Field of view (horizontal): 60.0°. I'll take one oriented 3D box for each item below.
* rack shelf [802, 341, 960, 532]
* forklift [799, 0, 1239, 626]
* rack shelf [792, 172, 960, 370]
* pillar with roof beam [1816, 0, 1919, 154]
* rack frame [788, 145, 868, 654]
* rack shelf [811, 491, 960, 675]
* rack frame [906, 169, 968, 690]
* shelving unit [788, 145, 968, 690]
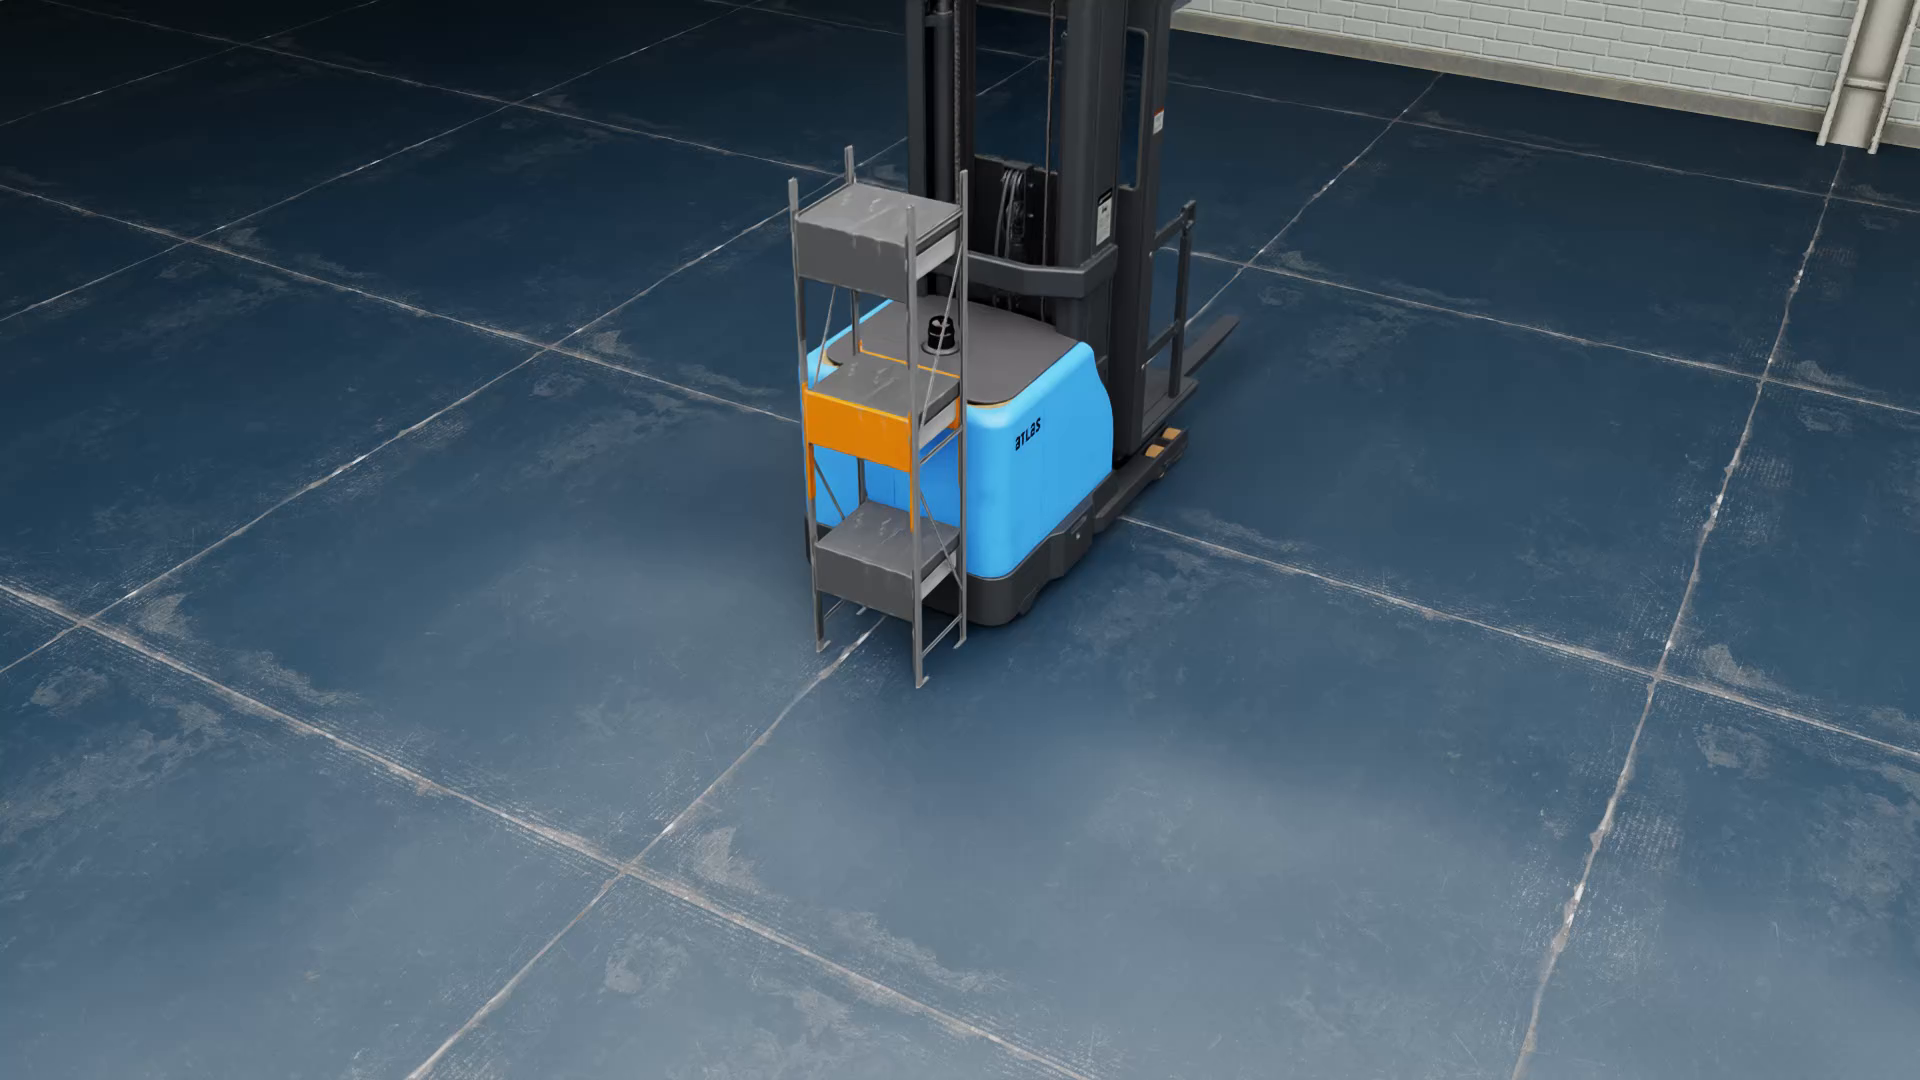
[{"bbox_3d":[-0.289,-0.411,6.497,0.480,0.518,0.431,18,37,24],"label":"rack shelf"},{"bbox_3d":[0.490,-1.642,7.572,1.130,2.935,3.031,18,38,25],"label":"forklift"},{"bbox_3d":[-0.289,-0.993,6.109,0.480,0.518,0.431,18,37,24],"label":"rack shelf"},{"bbox_3d":[4.320,-4.563,6.484,0.400,9.000,9.100,18,37,24],"label":"pillar with roof beam"},{"bbox_3d":[-0.501,-0.489,6.590,0.015,2.100,0.400,18,37,24],"label":"rack frame"},{"bbox_3d":[-0.289,0.172,6.885,0.480,0.518,0.431,18,37,24],"label":"rack shelf"},{"bbox_3d":[-0.078,-0.355,6.389,0.015,2.100,0.400,18,37,24],"label":"rack frame"},{"bbox_3d":[-0.289,-0.422,6.490,0.503,2.100,0.431,18,37,24],"label":"shelving unit"}]
